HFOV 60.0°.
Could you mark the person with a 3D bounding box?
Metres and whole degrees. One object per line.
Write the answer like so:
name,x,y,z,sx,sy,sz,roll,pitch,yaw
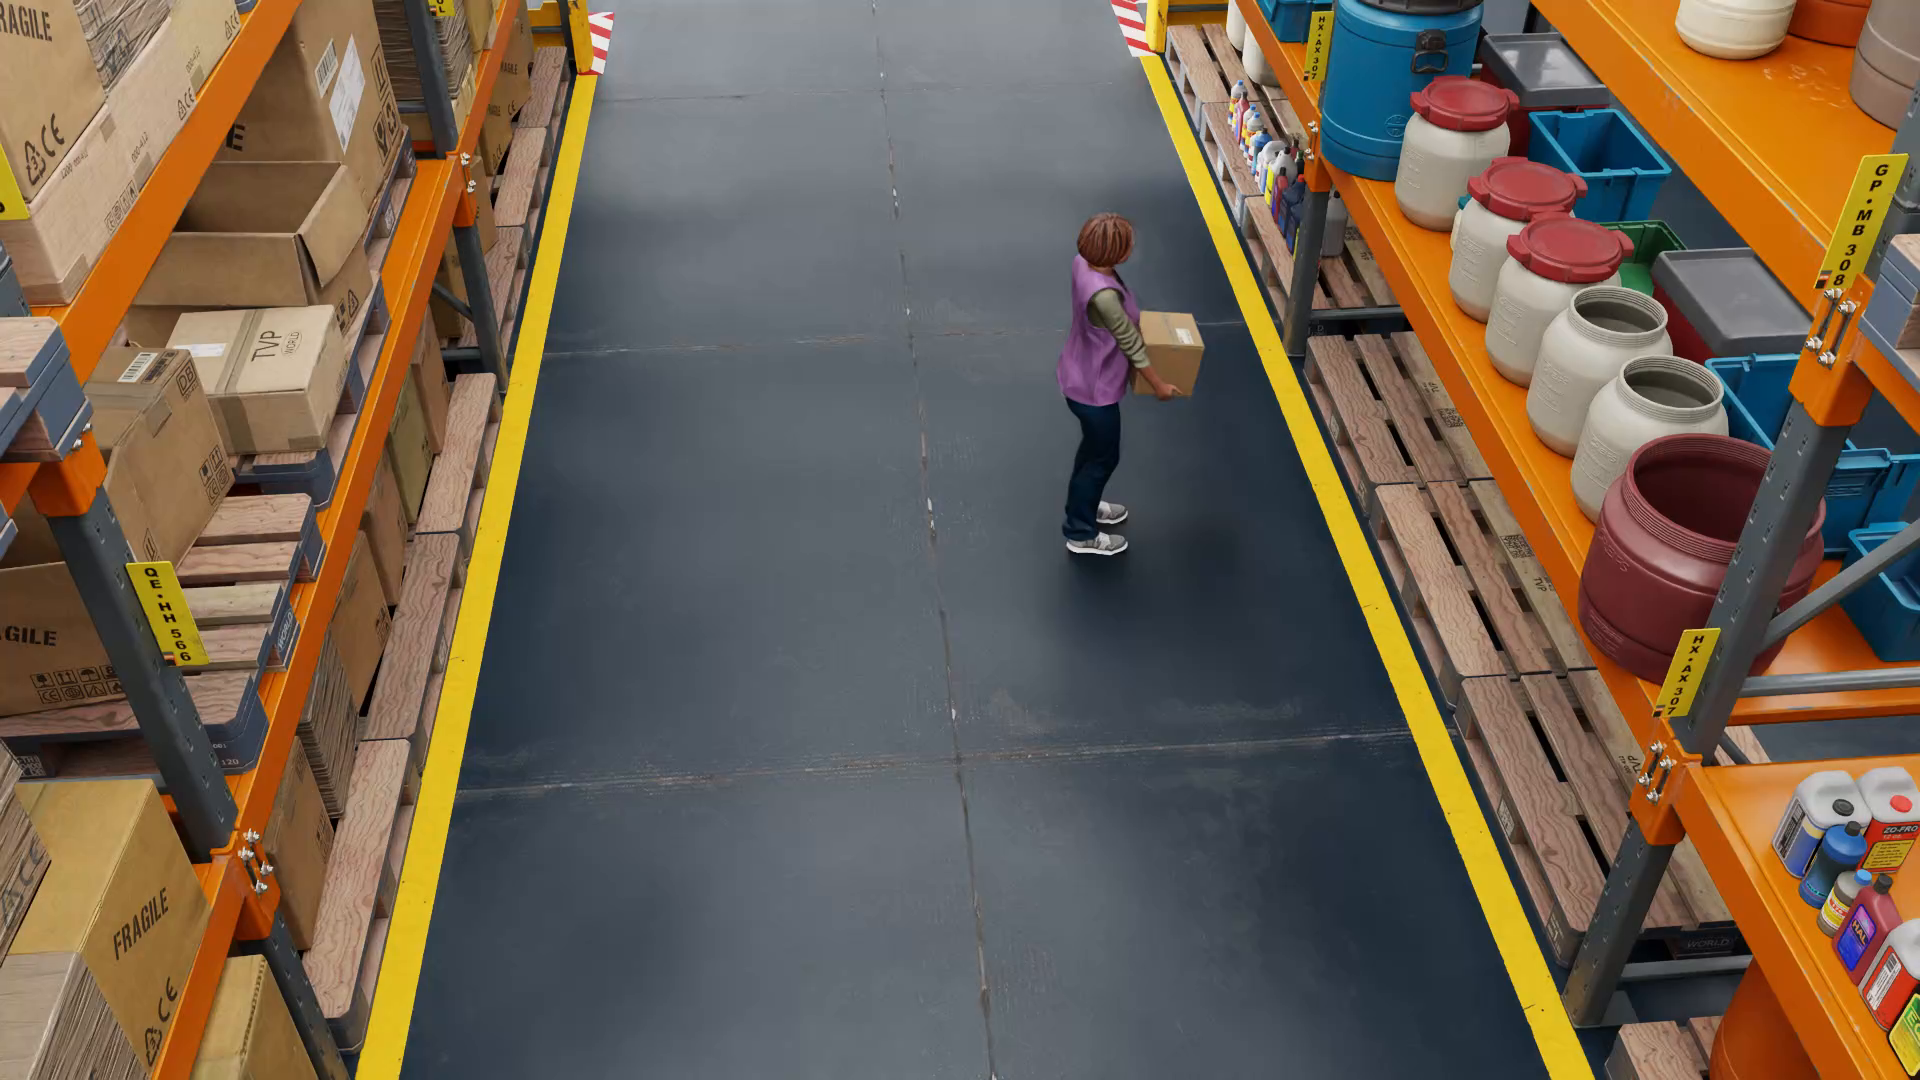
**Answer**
person,0.651,-0.650,6.950,0.499,1.599,0.375,-4,40,-4
